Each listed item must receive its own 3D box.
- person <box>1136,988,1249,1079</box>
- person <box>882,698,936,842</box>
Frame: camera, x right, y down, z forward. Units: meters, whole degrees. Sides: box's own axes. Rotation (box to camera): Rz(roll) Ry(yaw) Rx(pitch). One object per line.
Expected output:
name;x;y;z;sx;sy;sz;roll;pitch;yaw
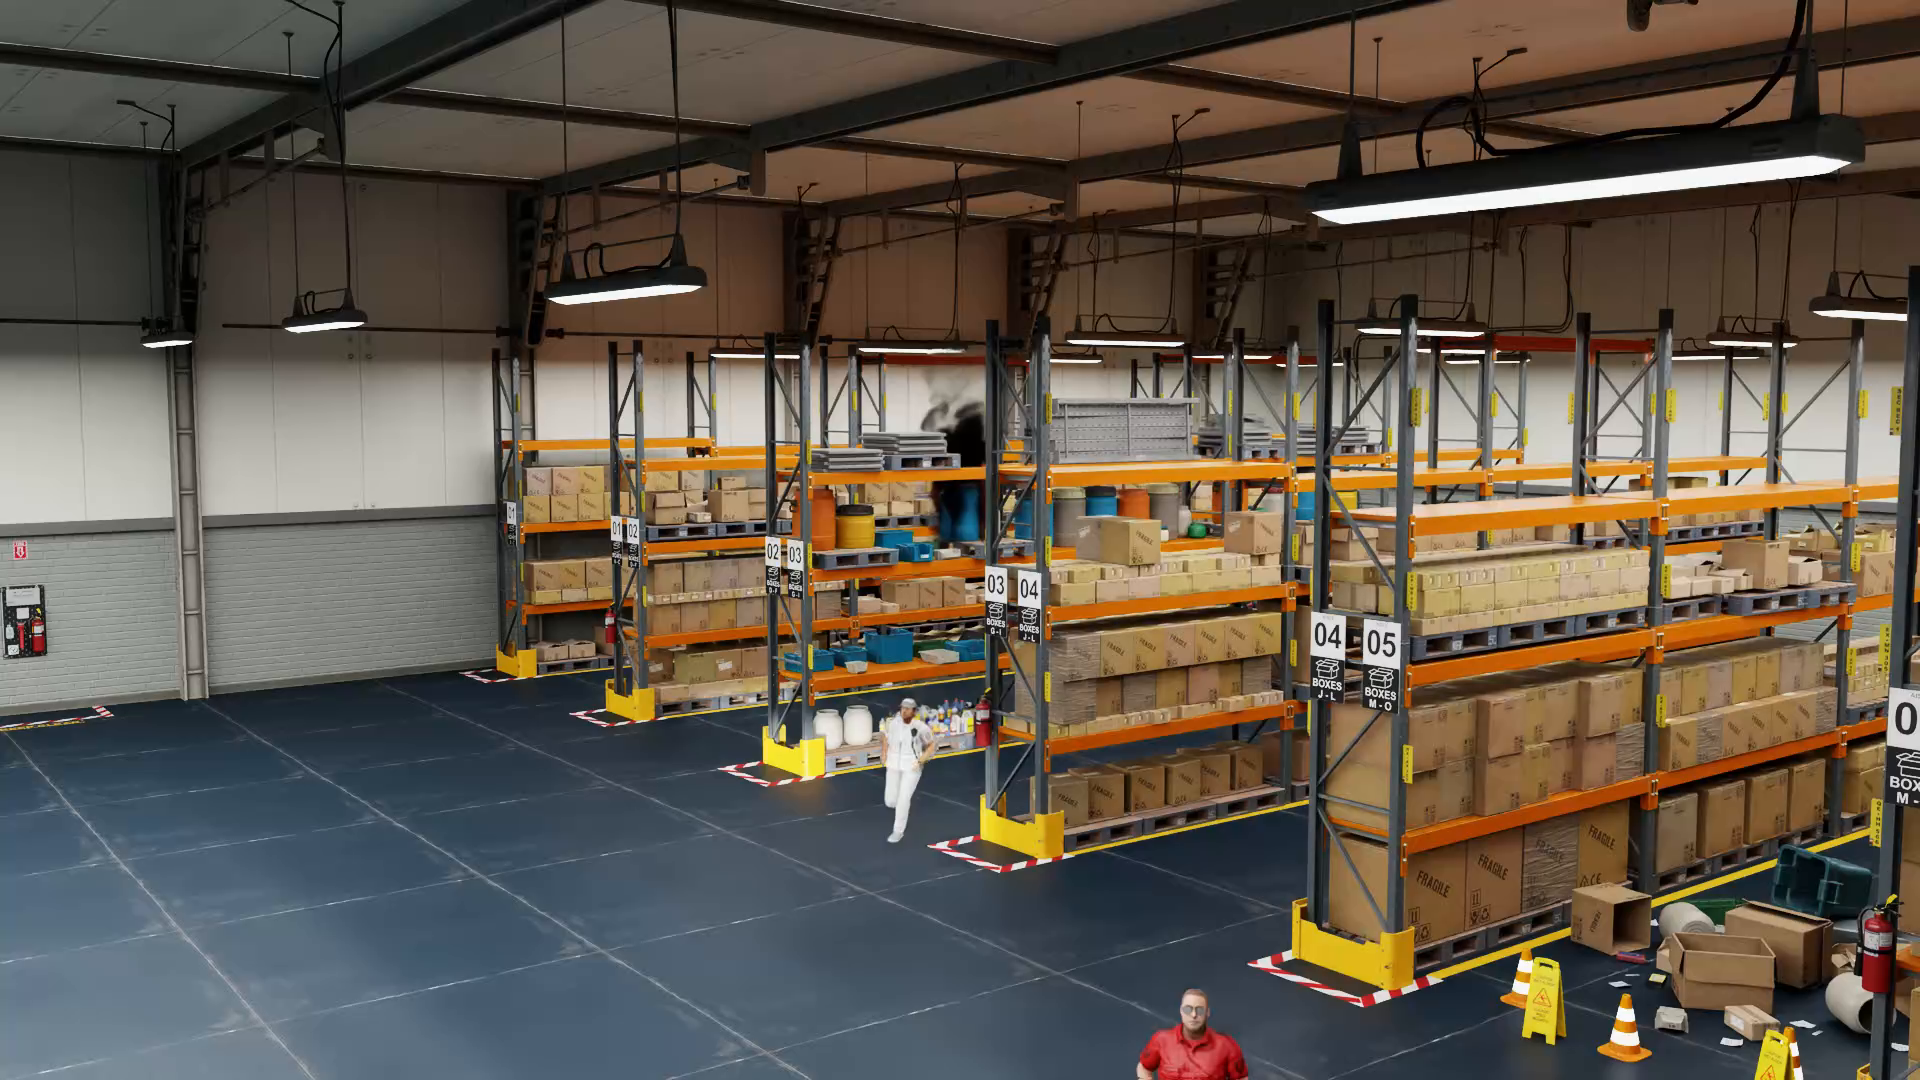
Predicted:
person;1.359;3.467;9.770;0.672;1.682;0.758;1;5;11
person;-0.598;2.629;19.235;0.635;1.634;0.676;2;5;21
